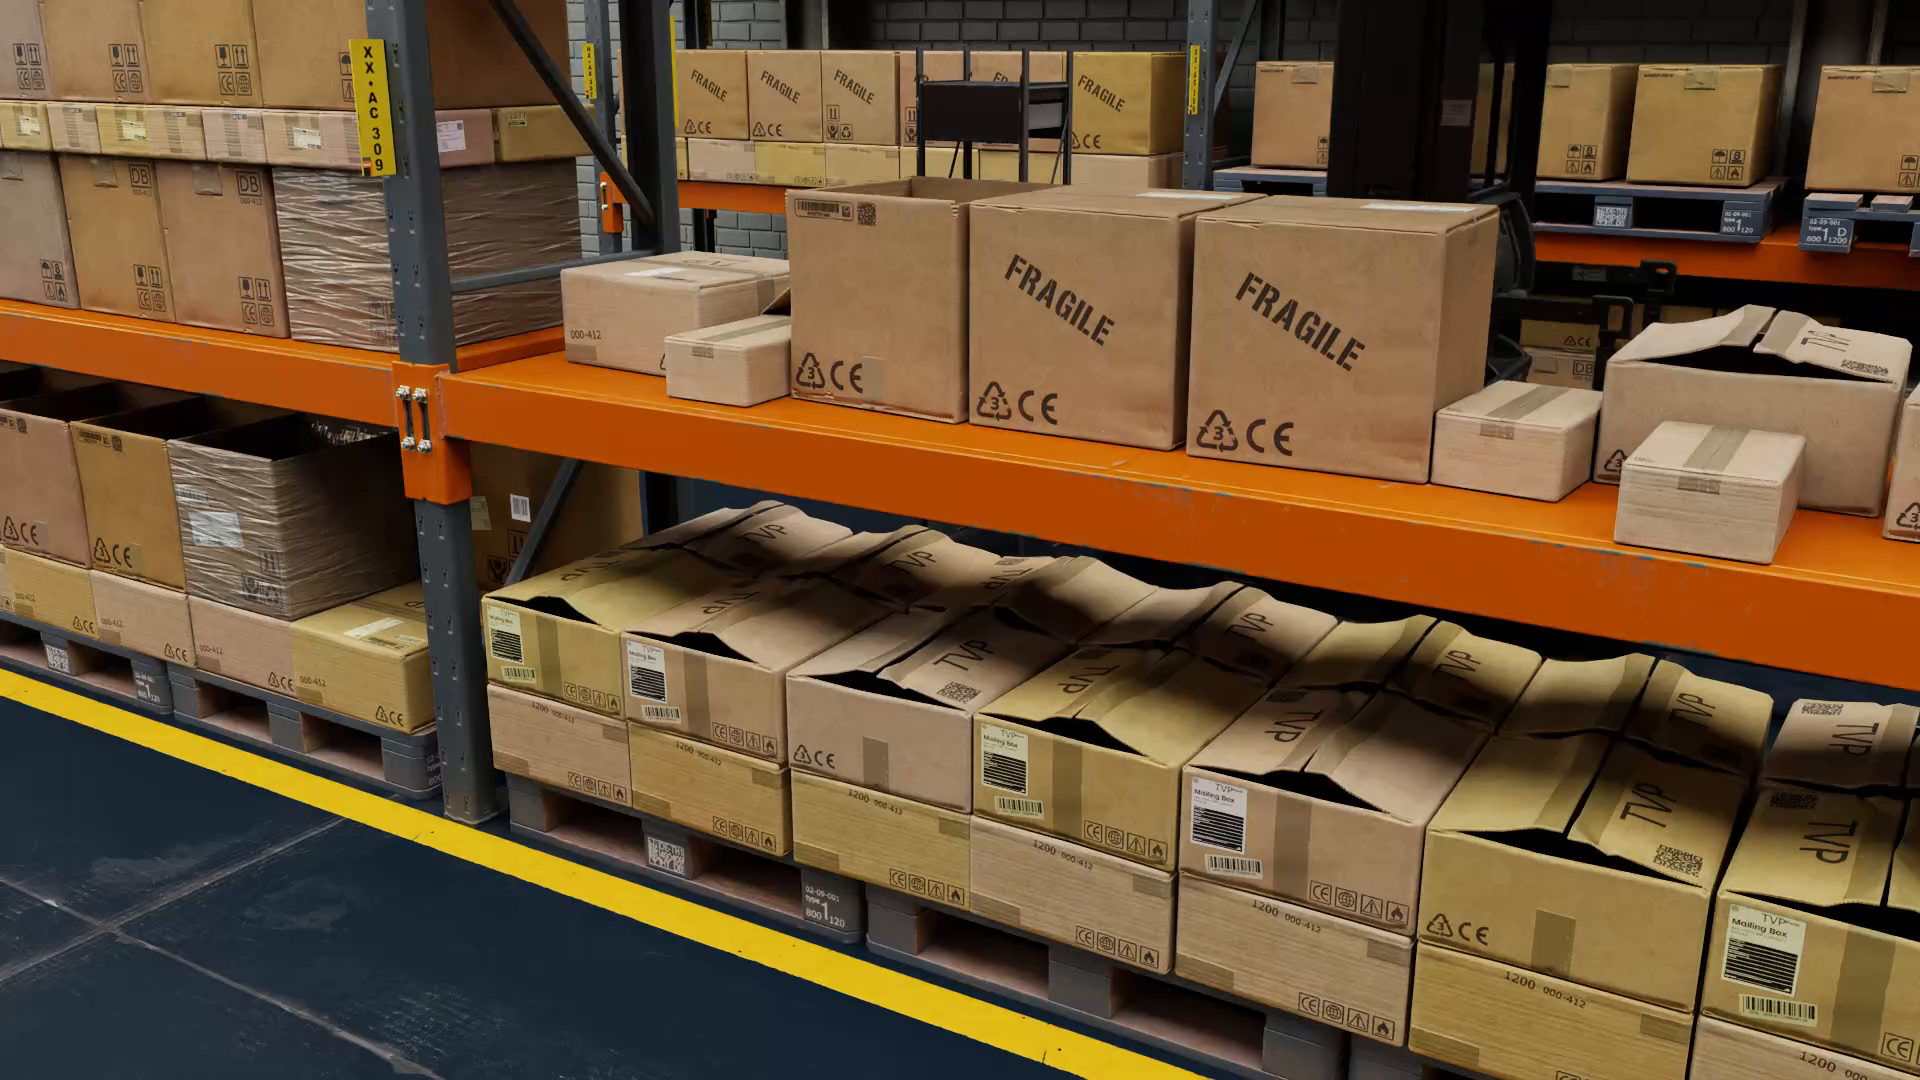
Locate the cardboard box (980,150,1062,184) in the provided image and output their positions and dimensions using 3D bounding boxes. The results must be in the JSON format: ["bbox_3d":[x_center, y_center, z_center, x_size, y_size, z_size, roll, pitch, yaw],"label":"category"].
[{"bbox_3d":[0.446,-1.992,9.002,0.500,0.250,0.500,10,20,30],"label":"cardboard box"}]

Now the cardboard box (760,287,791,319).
[{"bbox_3d":[-0.315,-0.600,4.426,0.258,0.266,0.396,10,19,29],"label":"cardboard box"}]

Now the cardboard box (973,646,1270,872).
[{"bbox_3d":[0.372,0.452,3.775,0.500,0.311,0.500,11,20,32],"label":"cardboard box"}]

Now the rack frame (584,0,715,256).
[{"bbox_3d":[-1.980,-2.588,10.740,0.127,3.000,1.000,10,20,30],"label":"rack frame"}]

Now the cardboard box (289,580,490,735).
[{"bbox_3d":[-1.670,0.346,5.089,0.500,0.250,0.500,10,20,30],"label":"cardboard box"}]

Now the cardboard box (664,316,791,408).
[{"bbox_3d":[-0.512,-0.447,4.123,0.250,0.149,0.380,10,20,30],"label":"cardboard box"}]

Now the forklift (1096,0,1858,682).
[{"bbox_3d":[2.060,-1.026,5.716,3.031,2.935,1.130,9,19,28],"label":"forklift"}]

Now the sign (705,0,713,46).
[{"bbox_3d":[-1.672,-3.428,10.969,0.005,0.325,0.100,10,20,30],"label":"sign"}]

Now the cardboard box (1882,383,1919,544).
[{"bbox_3d":[1.961,-0.167,2.924,0.500,0.311,0.500,12,20,33],"label":"cardboard box"}]

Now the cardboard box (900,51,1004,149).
[{"bbox_3d":[0.012,-2.425,9.138,0.500,0.500,0.500,9,19,28],"label":"cardboard box"}]

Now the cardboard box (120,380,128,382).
[{"bbox_3d":[-3.096,-0.448,6.414,0.500,0.500,0.500,10,20,30],"label":"cardboard box"}]

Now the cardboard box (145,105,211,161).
[{"bbox_3d":[-2.163,-1.216,4.934,0.250,0.149,0.380,10,20,30],"label":"cardboard box"}]

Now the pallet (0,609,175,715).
[{"bbox_3d":[-2.860,0.265,6.144,1.213,0.211,1.003,10,20,30],"label":"pallet"}]

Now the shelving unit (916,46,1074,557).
[{"bbox_3d":[0.141,-0.980,6.993,0.503,2.100,0.431,10,20,30],"label":"shelving unit"}]

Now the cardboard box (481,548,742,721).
[{"bbox_3d":[-0.939,0.219,4.544,0.500,0.311,0.500,10,20,30],"label":"cardboard box"}]

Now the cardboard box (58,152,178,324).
[{"bbox_3d":[-2.420,-1.022,5.412,0.500,0.500,0.700,10,20,31],"label":"cardboard box"}]

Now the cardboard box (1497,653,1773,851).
[{"bbox_3d":[1.503,0.472,3.708,0.500,0.311,0.500,10,19,29],"label":"cardboard box"}]

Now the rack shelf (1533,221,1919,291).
[{"bbox_3d":[3.133,-1.331,7.840,4.000,0.370,1.077,10,20,30],"label":"rack shelf"}]

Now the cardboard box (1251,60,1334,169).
[{"bbox_3d":[1.845,-2.152,8.376,0.500,0.500,0.700,10,20,30],"label":"cardboard box"}]

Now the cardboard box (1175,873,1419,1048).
[{"bbox_3d":[0.804,0.797,3.606,0.500,0.250,0.500,11,20,31],"label":"cardboard box"}]

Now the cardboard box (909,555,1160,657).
[{"bbox_3d":[0.205,0.239,4.477,0.500,0.311,0.500,10,20,30],"label":"cardboard box"}]

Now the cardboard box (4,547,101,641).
[{"bbox_3d":[-2.951,0.119,5.836,0.500,0.250,0.500,10,20,30],"label":"cardboard box"}]

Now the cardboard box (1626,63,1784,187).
[{"bbox_3d":[3.358,-1.883,7.489,0.500,0.500,0.700,10,20,30],"label":"cardboard box"}]

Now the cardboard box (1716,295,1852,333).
[{"bbox_3d":[3.744,-0.943,7.579,0.500,0.250,0.500,11,20,31],"label":"cardboard box"}]

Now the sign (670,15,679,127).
[{"bbox_3d":[-0.885,-1.404,4.987,0.005,0.325,0.100,10,20,30],"label":"sign"}]

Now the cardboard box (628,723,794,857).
[{"bbox_3d":[-0.512,0.563,4.374,0.500,0.250,0.500,11,20,31],"label":"cardboard box"}]

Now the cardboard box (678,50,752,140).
[{"bbox_3d":[-1.314,-2.660,9.910,0.500,0.500,0.500,10,20,30],"label":"cardboard box"}]

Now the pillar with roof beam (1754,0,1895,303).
[{"bbox_3d":[1.929,-3.587,3.709,0.400,9.000,9.100,10,20,30],"label":"pillar with roof beam"}]

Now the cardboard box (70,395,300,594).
[{"bbox_3d":[-2.518,-0.167,5.487,0.500,0.500,0.500,10,20,30],"label":"cardboard box"}]

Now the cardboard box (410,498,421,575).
[{"bbox_3d":[-1.822,-0.218,5.658,0.500,0.500,0.500,10,20,30],"label":"cardboard box"}]

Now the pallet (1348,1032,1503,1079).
[{"bbox_3d":[1.567,1.056,3.543,1.213,0.211,1.003,10,20,30],"label":"pallet"}]

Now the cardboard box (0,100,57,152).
[{"bbox_3d":[-2.813,-1.332,5.317,0.250,0.149,0.380,11,20,32],"label":"cardboard box"}]

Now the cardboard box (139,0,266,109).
[{"bbox_3d":[-1.973,-1.563,4.962,0.500,0.500,0.700,10,20,30],"label":"cardboard box"}]

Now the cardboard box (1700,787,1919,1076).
[{"bbox_3d":[1.673,0.684,3.012,0.500,0.311,0.500,11,20,31],"label":"cardboard box"}]

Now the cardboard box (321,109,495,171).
[{"bbox_3d":[-1.504,-1.099,4.549,0.250,0.149,0.380,10,20,30],"label":"cardboard box"}]

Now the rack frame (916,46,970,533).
[{"bbox_3d":[-0.067,-1.017,7.115,0.015,2.100,0.400,10,20,30],"label":"rack frame"}]

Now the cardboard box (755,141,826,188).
[{"bbox_3d":[-0.849,-2.219,9.748,0.500,0.250,0.500,10,19,29],"label":"cardboard box"}]

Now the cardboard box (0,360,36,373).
[{"bbox_3d":[-3.801,-0.392,6.230,0.500,0.500,0.500,10,20,30],"label":"cardboard box"}]

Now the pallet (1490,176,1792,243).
[{"bbox_3d":[3.129,-1.570,7.720,1.213,0.211,1.003,10,20,30],"label":"pallet"}]

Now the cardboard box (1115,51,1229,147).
[{"bbox_3d":[1.138,-2.399,9.053,0.500,0.500,0.500,10,19,29],"label":"cardboard box"}]

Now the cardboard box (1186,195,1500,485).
[{"bbox_3d":[0.810,-0.443,3.506,0.500,0.500,0.500,9,19,27],"label":"cardboard box"}]
